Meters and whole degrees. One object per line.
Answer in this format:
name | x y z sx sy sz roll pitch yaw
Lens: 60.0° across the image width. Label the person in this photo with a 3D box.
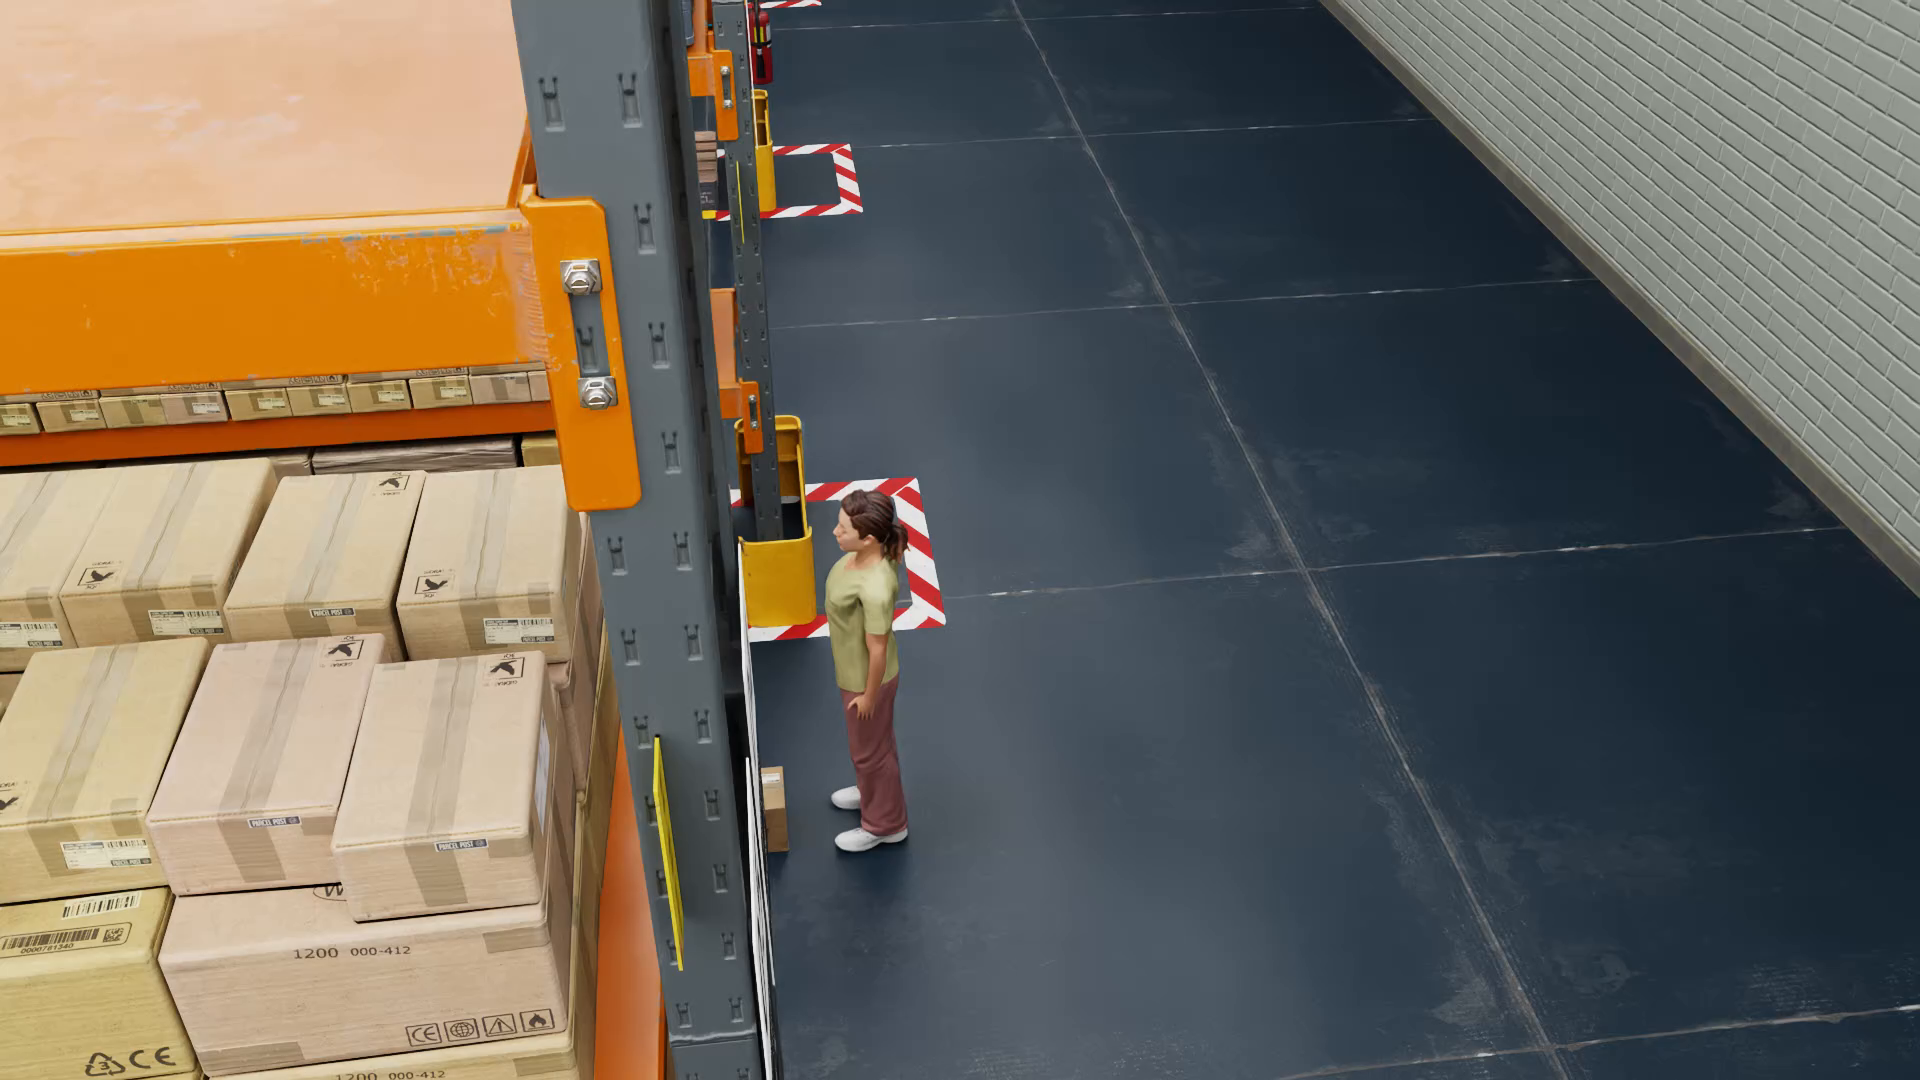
person | -0.357 0.514 6.543 0.357 1.671 0.440 -4 35 -5
